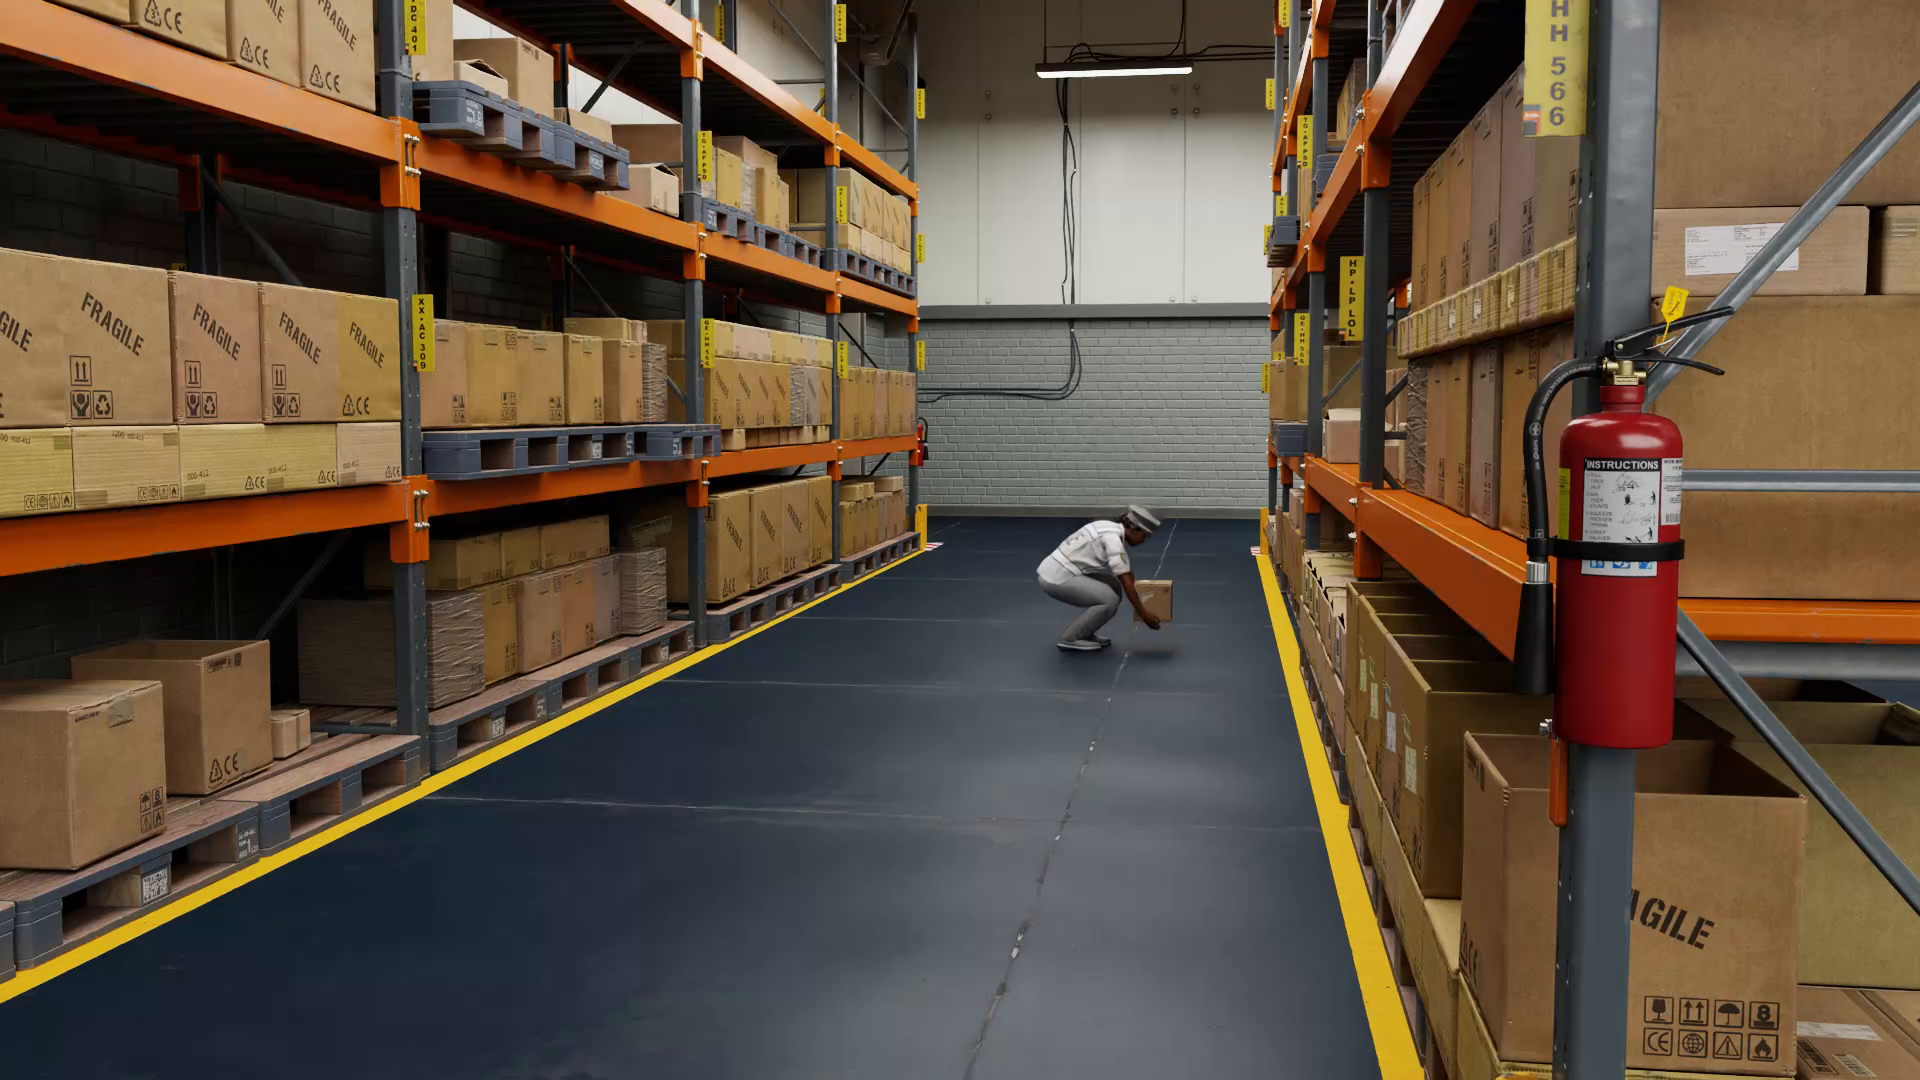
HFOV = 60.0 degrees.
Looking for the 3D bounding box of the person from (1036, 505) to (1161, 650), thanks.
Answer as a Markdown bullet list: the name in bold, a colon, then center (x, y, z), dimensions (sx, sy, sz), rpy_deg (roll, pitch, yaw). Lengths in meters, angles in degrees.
- **person**: center (0.938, 0.249, 11.193), dimensions (0.836, 0.968, 0.484), rpy_deg (1, 5, 8)
